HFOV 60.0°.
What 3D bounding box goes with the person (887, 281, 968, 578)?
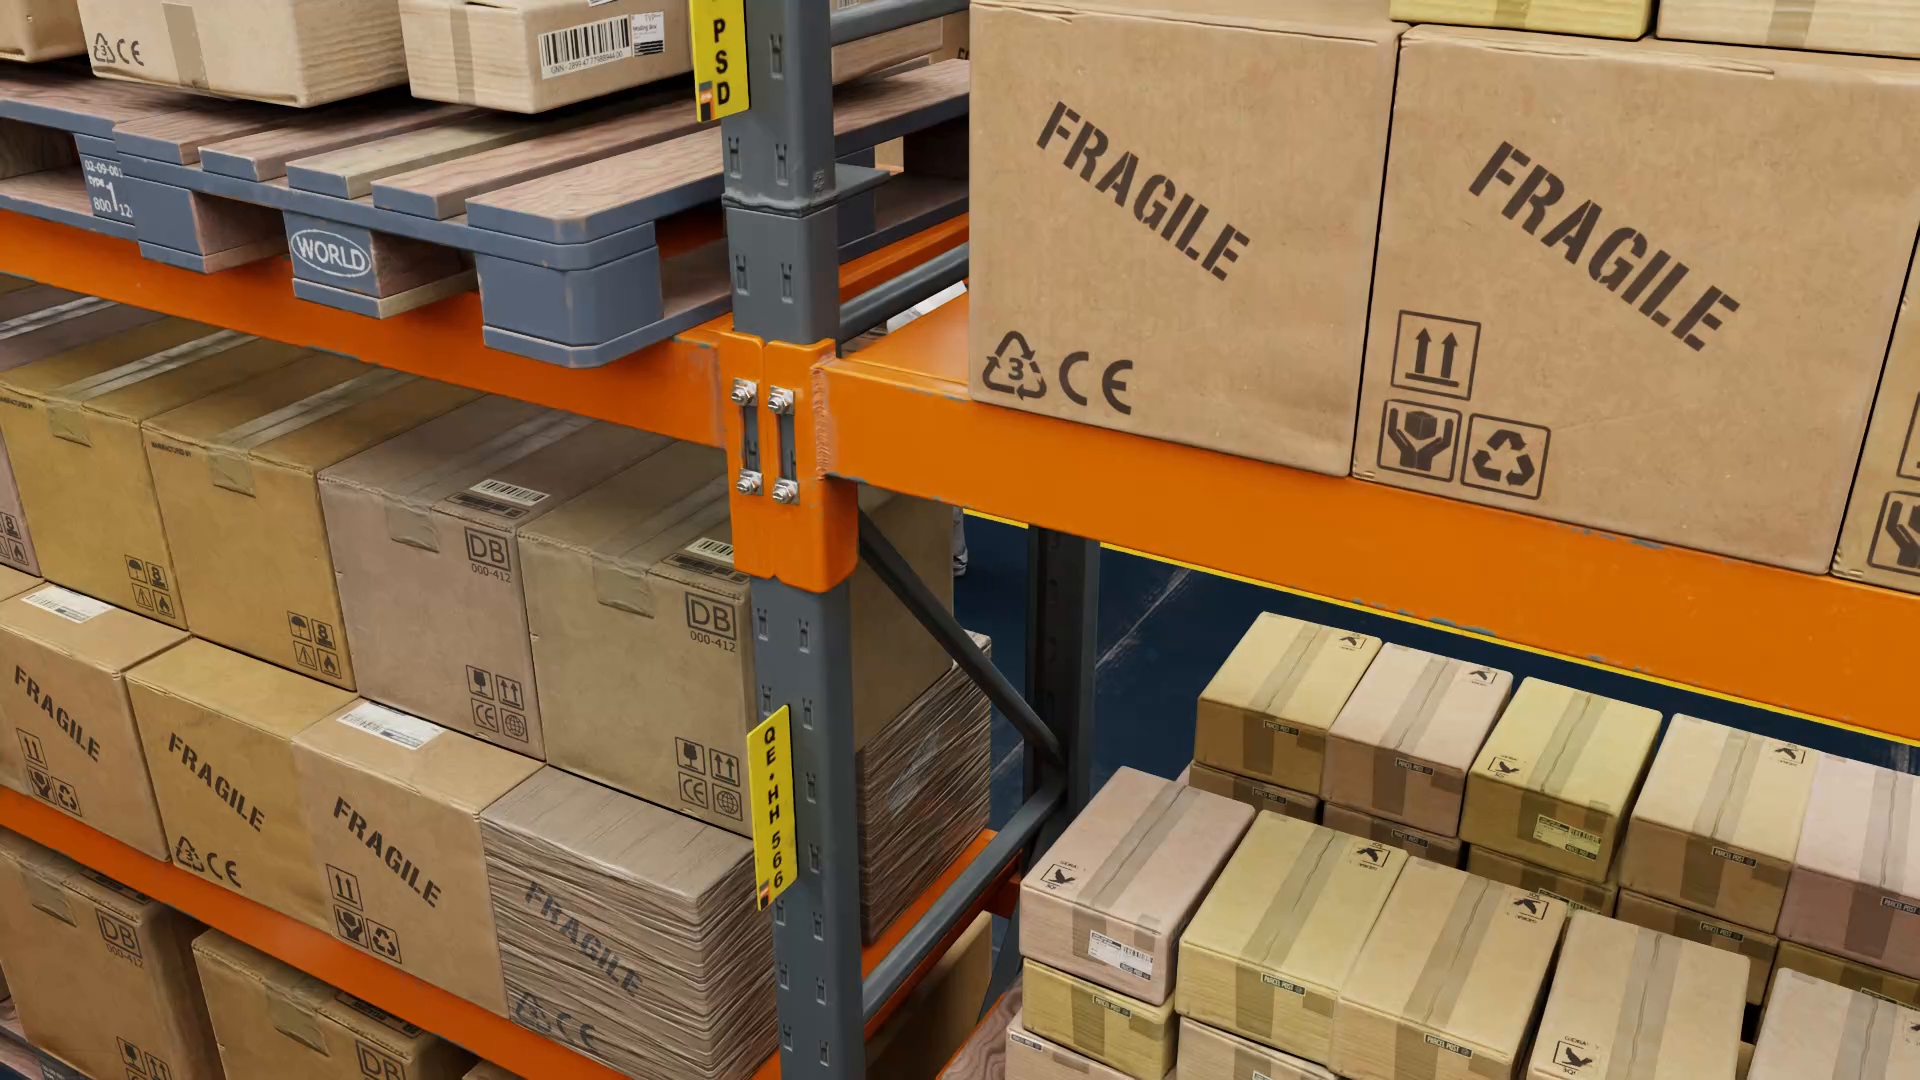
[{"bbox_3d":[-0.157,-0.579,7.253,0.465,1.770,0.592,12,29,23],"label":"person"}]
